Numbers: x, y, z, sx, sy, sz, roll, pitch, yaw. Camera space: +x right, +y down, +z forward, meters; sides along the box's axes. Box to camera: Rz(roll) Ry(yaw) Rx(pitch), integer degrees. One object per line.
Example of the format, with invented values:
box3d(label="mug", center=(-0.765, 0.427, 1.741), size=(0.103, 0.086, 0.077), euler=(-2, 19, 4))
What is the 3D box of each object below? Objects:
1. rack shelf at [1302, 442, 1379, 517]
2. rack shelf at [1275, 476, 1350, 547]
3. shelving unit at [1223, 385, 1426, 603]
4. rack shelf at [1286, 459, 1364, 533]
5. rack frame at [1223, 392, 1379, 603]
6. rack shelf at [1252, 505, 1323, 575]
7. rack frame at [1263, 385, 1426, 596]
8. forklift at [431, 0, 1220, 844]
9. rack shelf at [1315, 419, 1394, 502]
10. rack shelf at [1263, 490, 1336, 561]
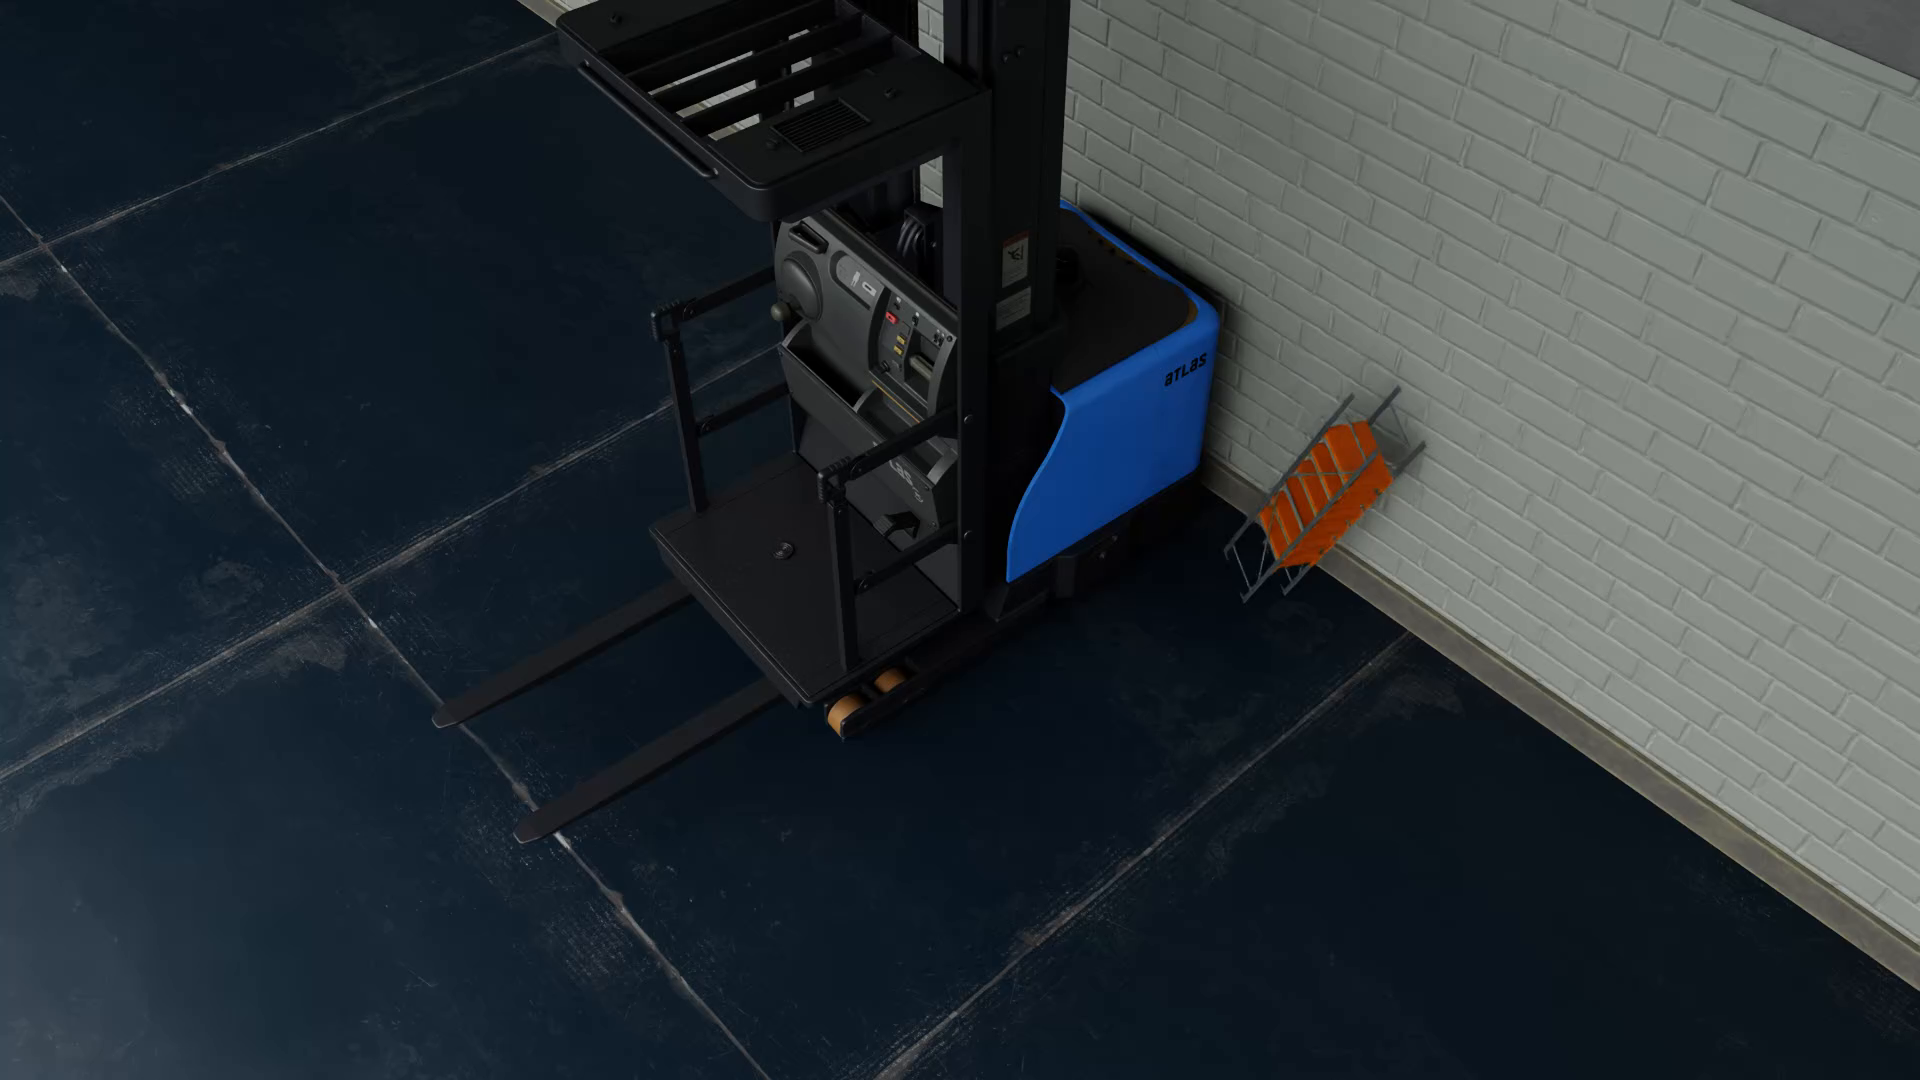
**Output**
box3d(label="rack shelf", center=(1.345, -0.225, 5.914), size=(0.180, 0.103, 0.258), euler=(-9, 66, -19))
box3d(label="rack shelf", center=(1.291, -0.119, 6.123), size=(0.180, 0.103, 0.258), euler=(-9, 66, -19))
box3d(label="shelving unit", center=(1.301, -0.138, 6.084), size=(0.189, 1.200, 0.258), euler=(-9, 66, -19))
box3d(label="rack shelf", center=(1.318, -0.172, 6.018), size=(0.180, 0.103, 0.258), euler=(-9, 66, -19))
box3d(label="rack frame", center=(1.216, -0.124, 6.055), size=(0.006, 1.200, 0.240), euler=(-9, 66, -19))
box3d(label="rack shelf", center=(1.238, -0.012, 6.331), size=(0.180, 0.103, 0.258), euler=(-9, 66, -19))
box3d(label="rack frame", center=(1.387, -0.153, 6.113), size=(0.006, 1.200, 0.240), euler=(-9, 66, -19))
box3d(label="forklift", center=(-0.490, -0.709, 5.463), size=(3.031, 2.935, 1.130), euler=(-30, 54, -25))
box3d(label="rack shelf", center=(1.372, -0.279, 5.810), size=(0.180, 0.103, 0.258), euler=(-9, 66, -19))
box3d(label="rack shelf", center=(1.265, -0.065, 6.227), size=(0.180, 0.103, 0.258), euler=(-9, 66, -19))
